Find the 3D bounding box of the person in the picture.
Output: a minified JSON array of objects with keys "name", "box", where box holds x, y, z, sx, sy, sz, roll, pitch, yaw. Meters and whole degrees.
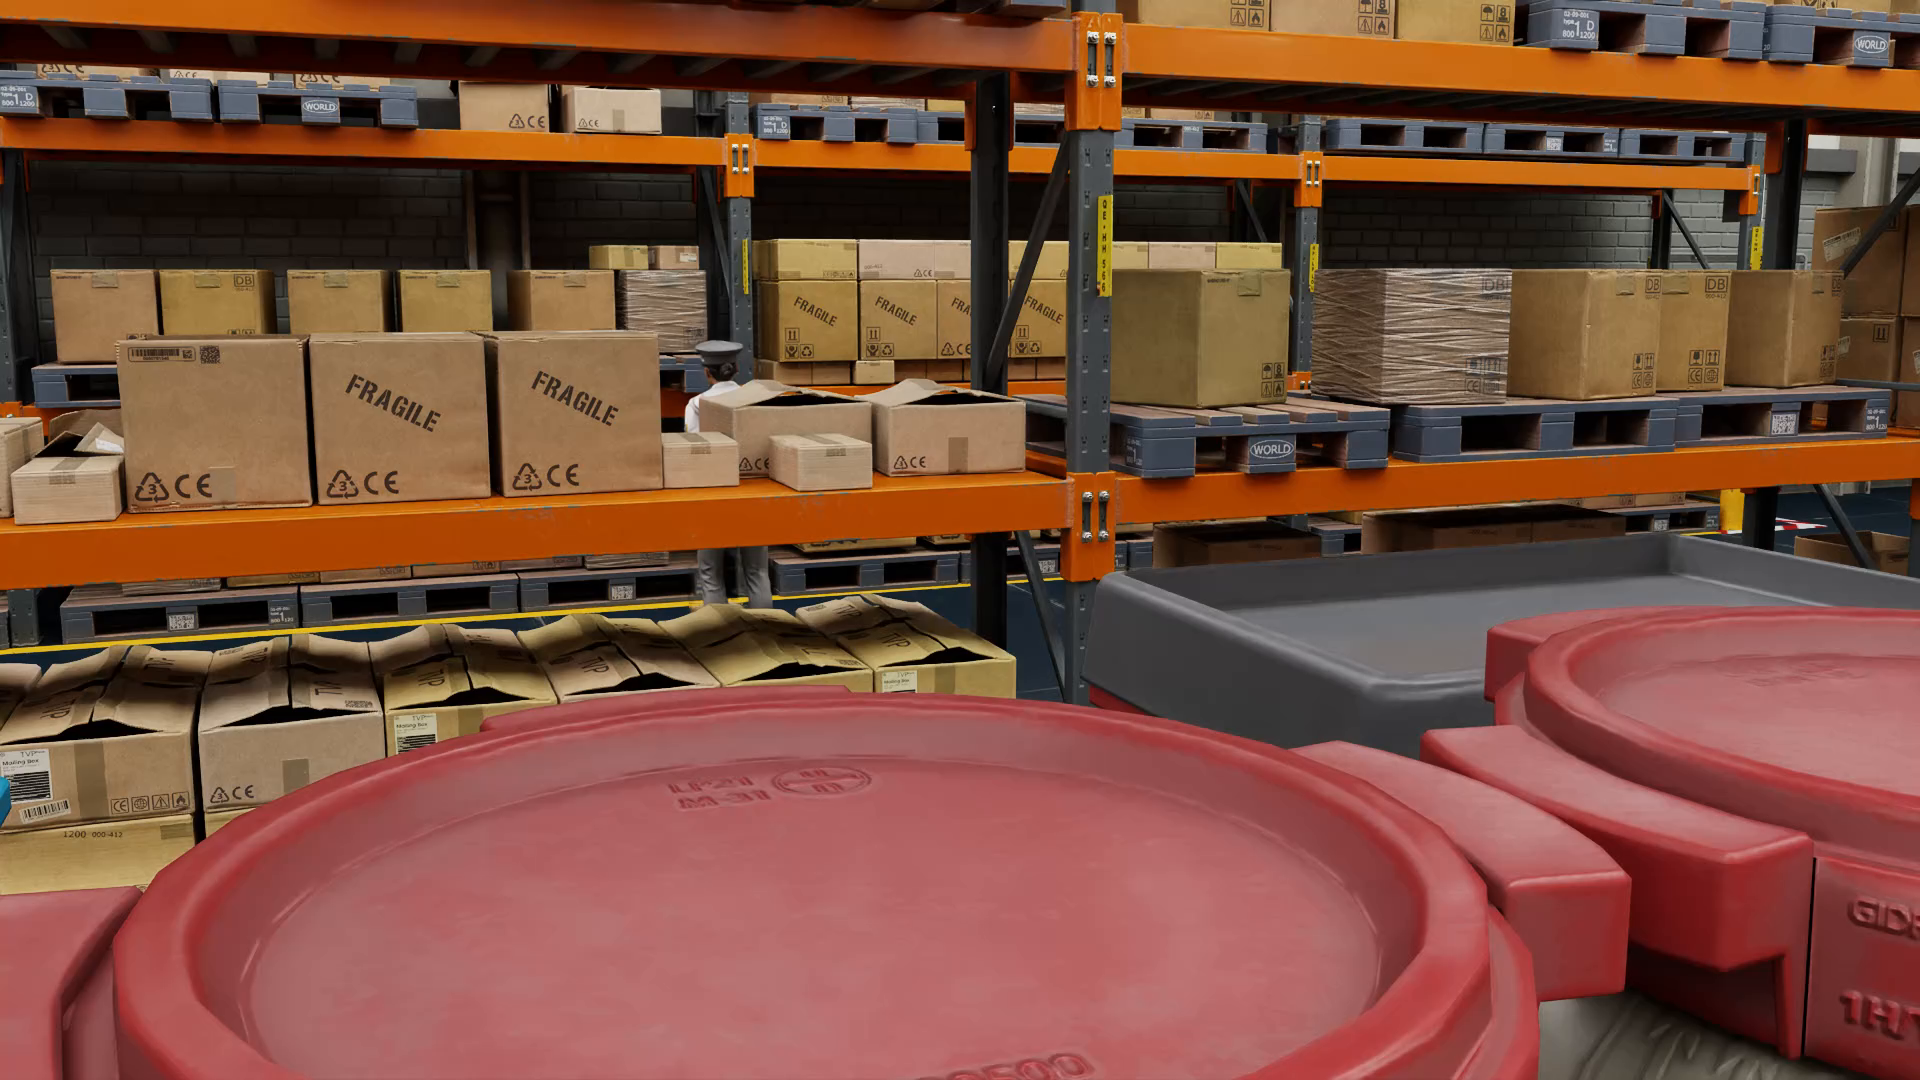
[{"name":"person","box":[-1.186,-0.182,8.509,0.524,1.662,0.413,-4,10,-23]}]
